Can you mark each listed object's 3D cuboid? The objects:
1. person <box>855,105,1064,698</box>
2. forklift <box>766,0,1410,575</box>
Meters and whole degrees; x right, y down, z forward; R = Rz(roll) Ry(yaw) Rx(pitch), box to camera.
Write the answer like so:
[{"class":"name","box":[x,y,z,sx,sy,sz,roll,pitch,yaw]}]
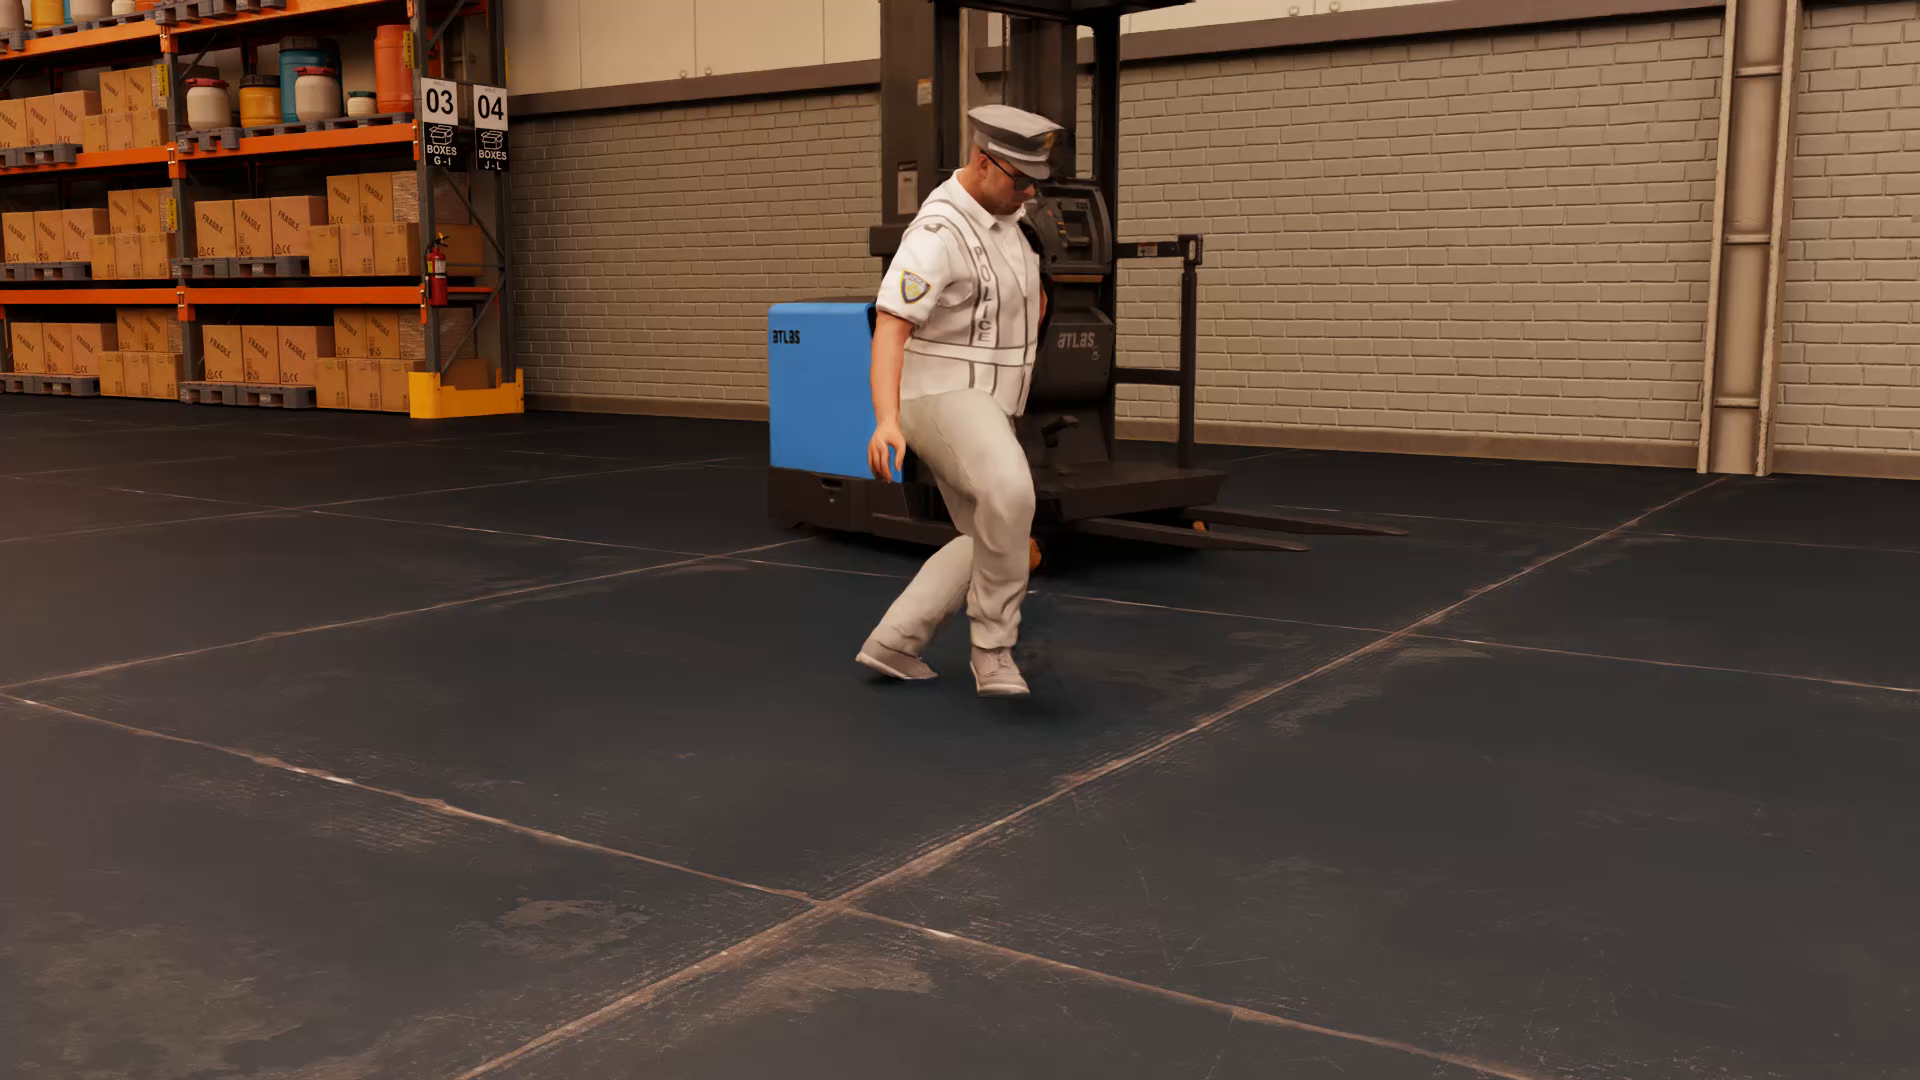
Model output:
[{"class":"person","box":[0.056,-0.363,4.746,0.629,1.672,1.205,3,9,20]},{"class":"forklift","box":[0.433,-1.386,6.939,1.130,2.935,3.031,-7,11,-41]}]
